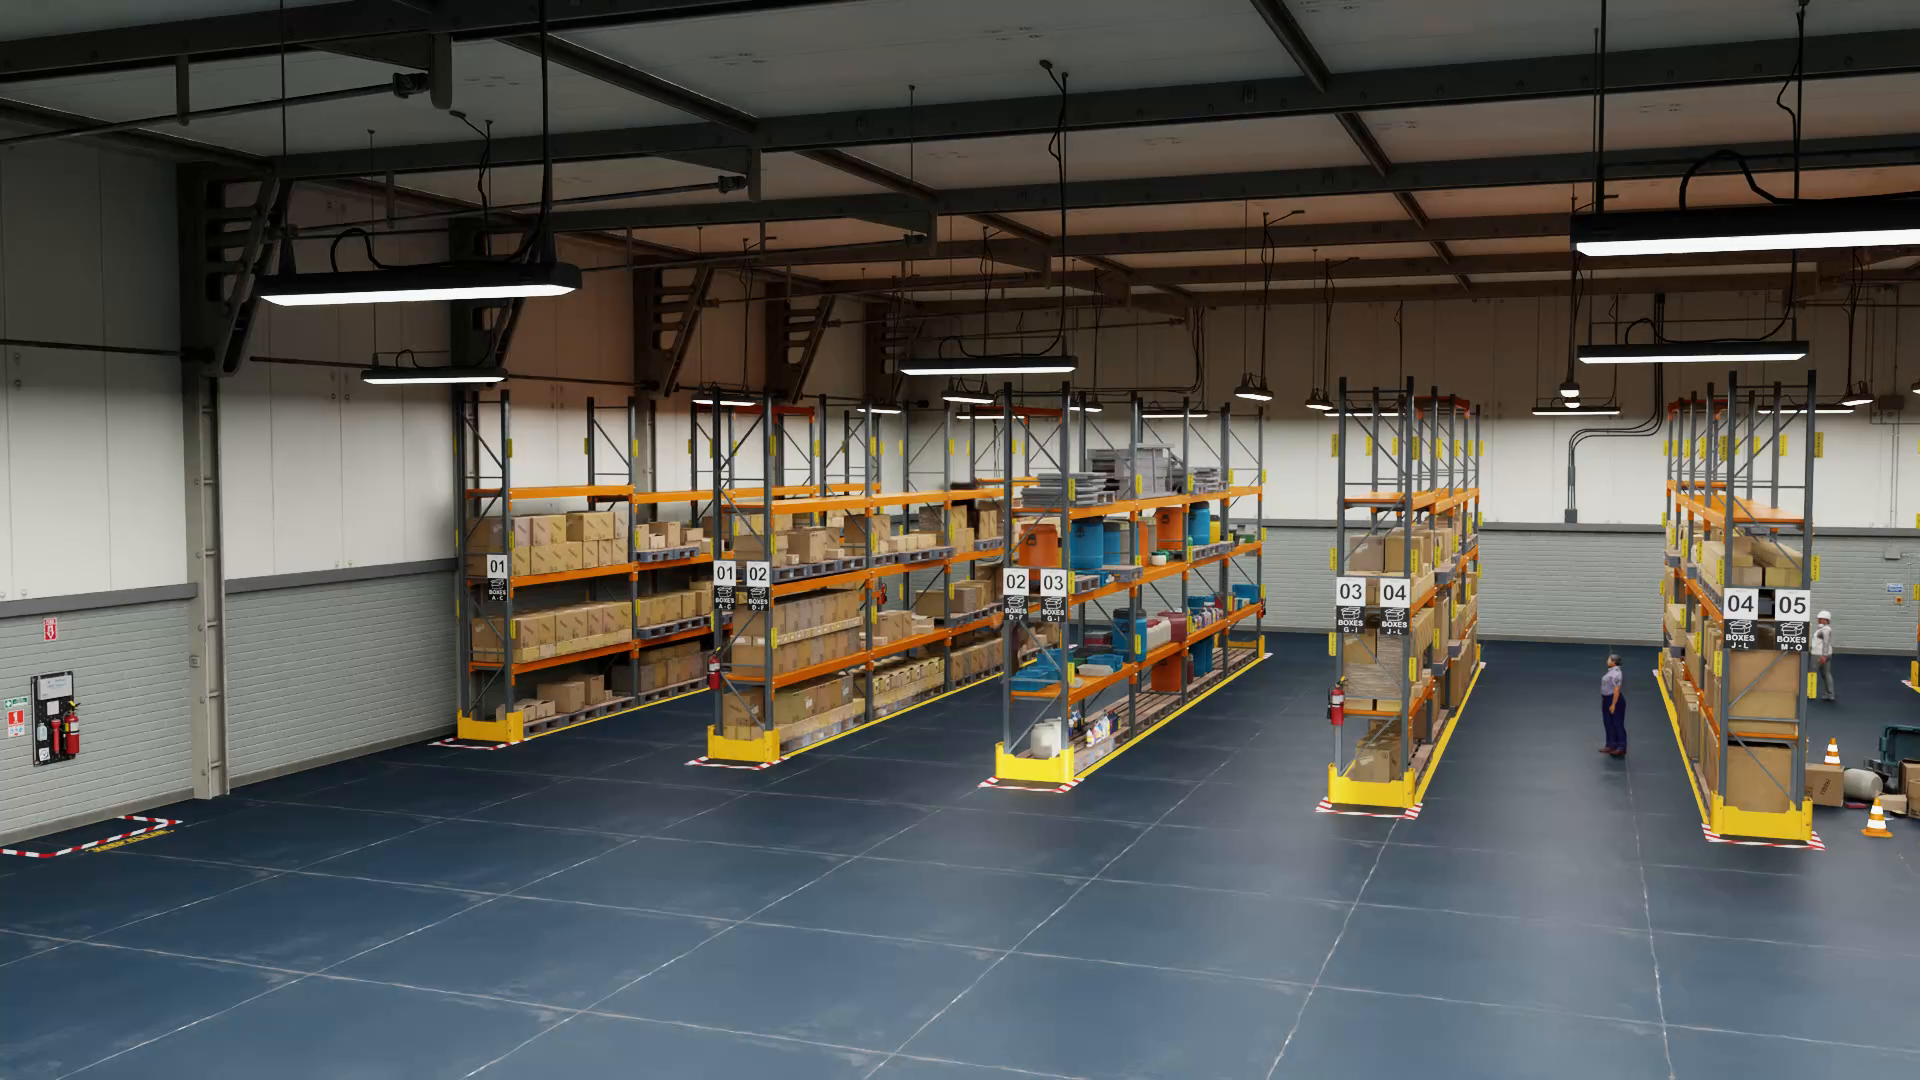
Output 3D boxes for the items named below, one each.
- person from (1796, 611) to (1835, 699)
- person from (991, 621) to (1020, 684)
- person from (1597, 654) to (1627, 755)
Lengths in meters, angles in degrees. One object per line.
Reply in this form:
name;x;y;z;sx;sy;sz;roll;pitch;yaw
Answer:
person;17.178;2.291;33.261;0.516;1.763;0.690;-2;4;-35
person;0.951;2.096;34.611;0.672;1.824;0.766;0;3;9
person;10.696;2.686;27.195;0.385;1.659;0.502;0;3;-4
